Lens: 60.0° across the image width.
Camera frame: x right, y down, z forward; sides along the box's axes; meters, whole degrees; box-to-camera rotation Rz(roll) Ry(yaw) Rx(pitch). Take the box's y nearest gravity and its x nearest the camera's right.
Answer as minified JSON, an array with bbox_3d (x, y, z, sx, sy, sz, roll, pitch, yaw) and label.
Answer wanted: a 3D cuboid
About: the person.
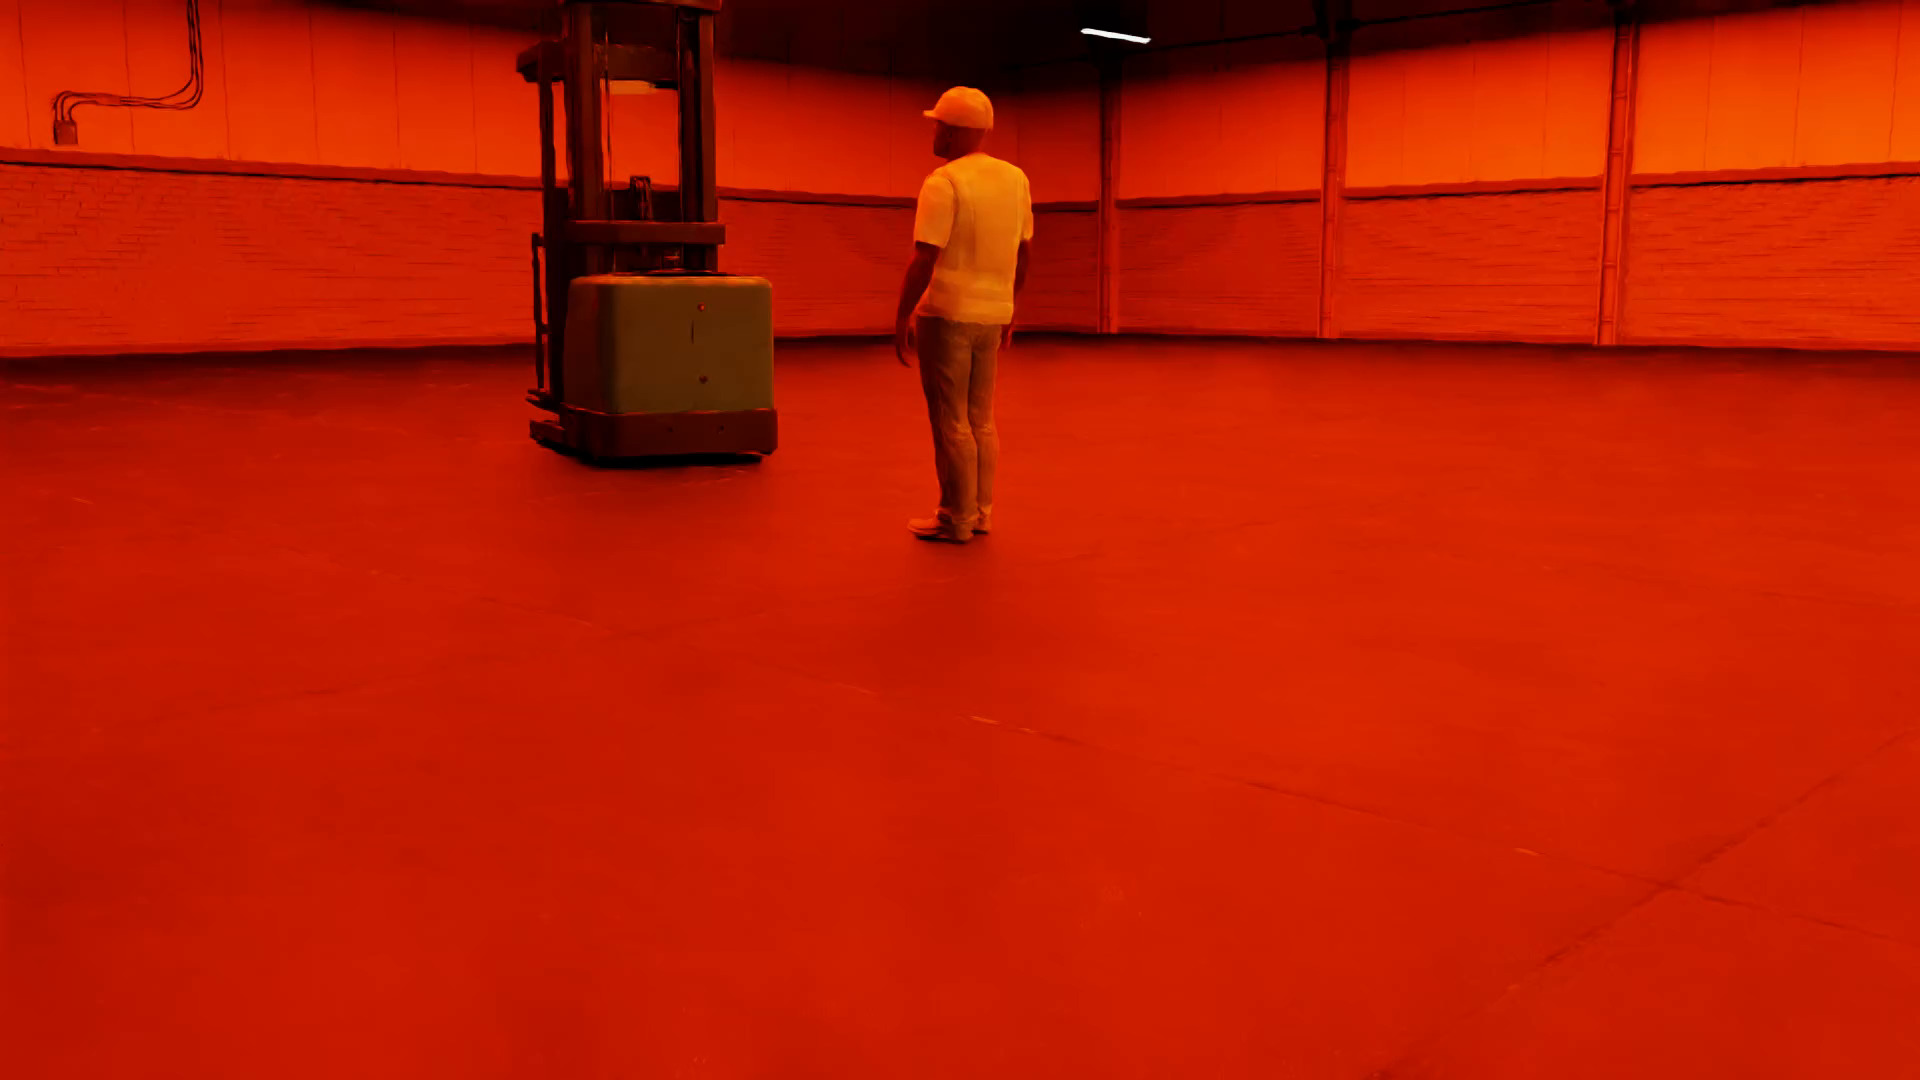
[{"bbox_3d":[-0.046,-0.888,6.636,0.576,1.766,0.665,8,12,43],"label":"person"}]

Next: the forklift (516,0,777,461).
[{"bbox_3d":[-2.179,-2.079,10.680,1.130,2.935,3.031,-4,10,-26],"label":"forklift"}]
